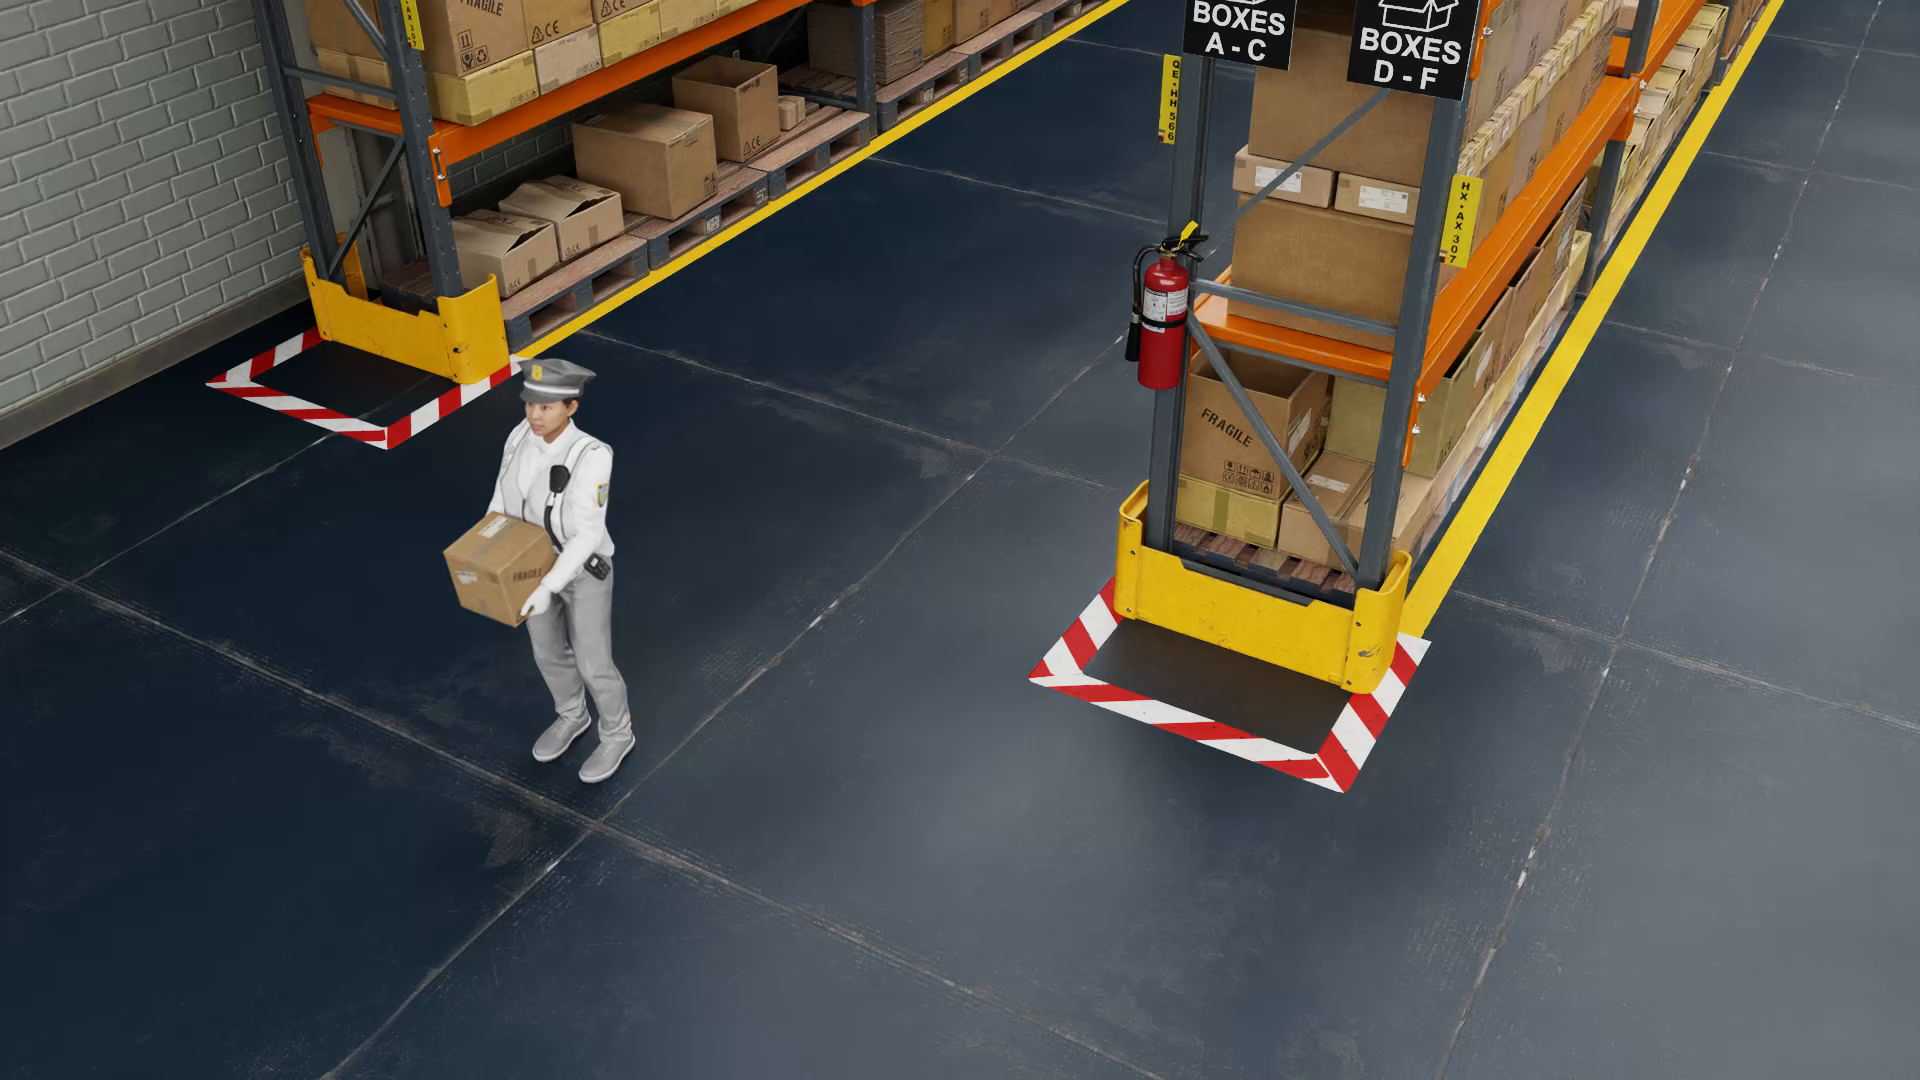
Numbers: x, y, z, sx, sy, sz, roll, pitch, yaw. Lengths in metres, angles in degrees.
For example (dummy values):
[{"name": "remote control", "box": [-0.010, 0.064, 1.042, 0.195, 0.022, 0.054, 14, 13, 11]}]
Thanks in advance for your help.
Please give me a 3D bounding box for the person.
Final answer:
[{"name": "person", "box": [-1.454, 0.139, 5.916, 0.461, 1.687, 0.563, 18, 38, 24]}]
